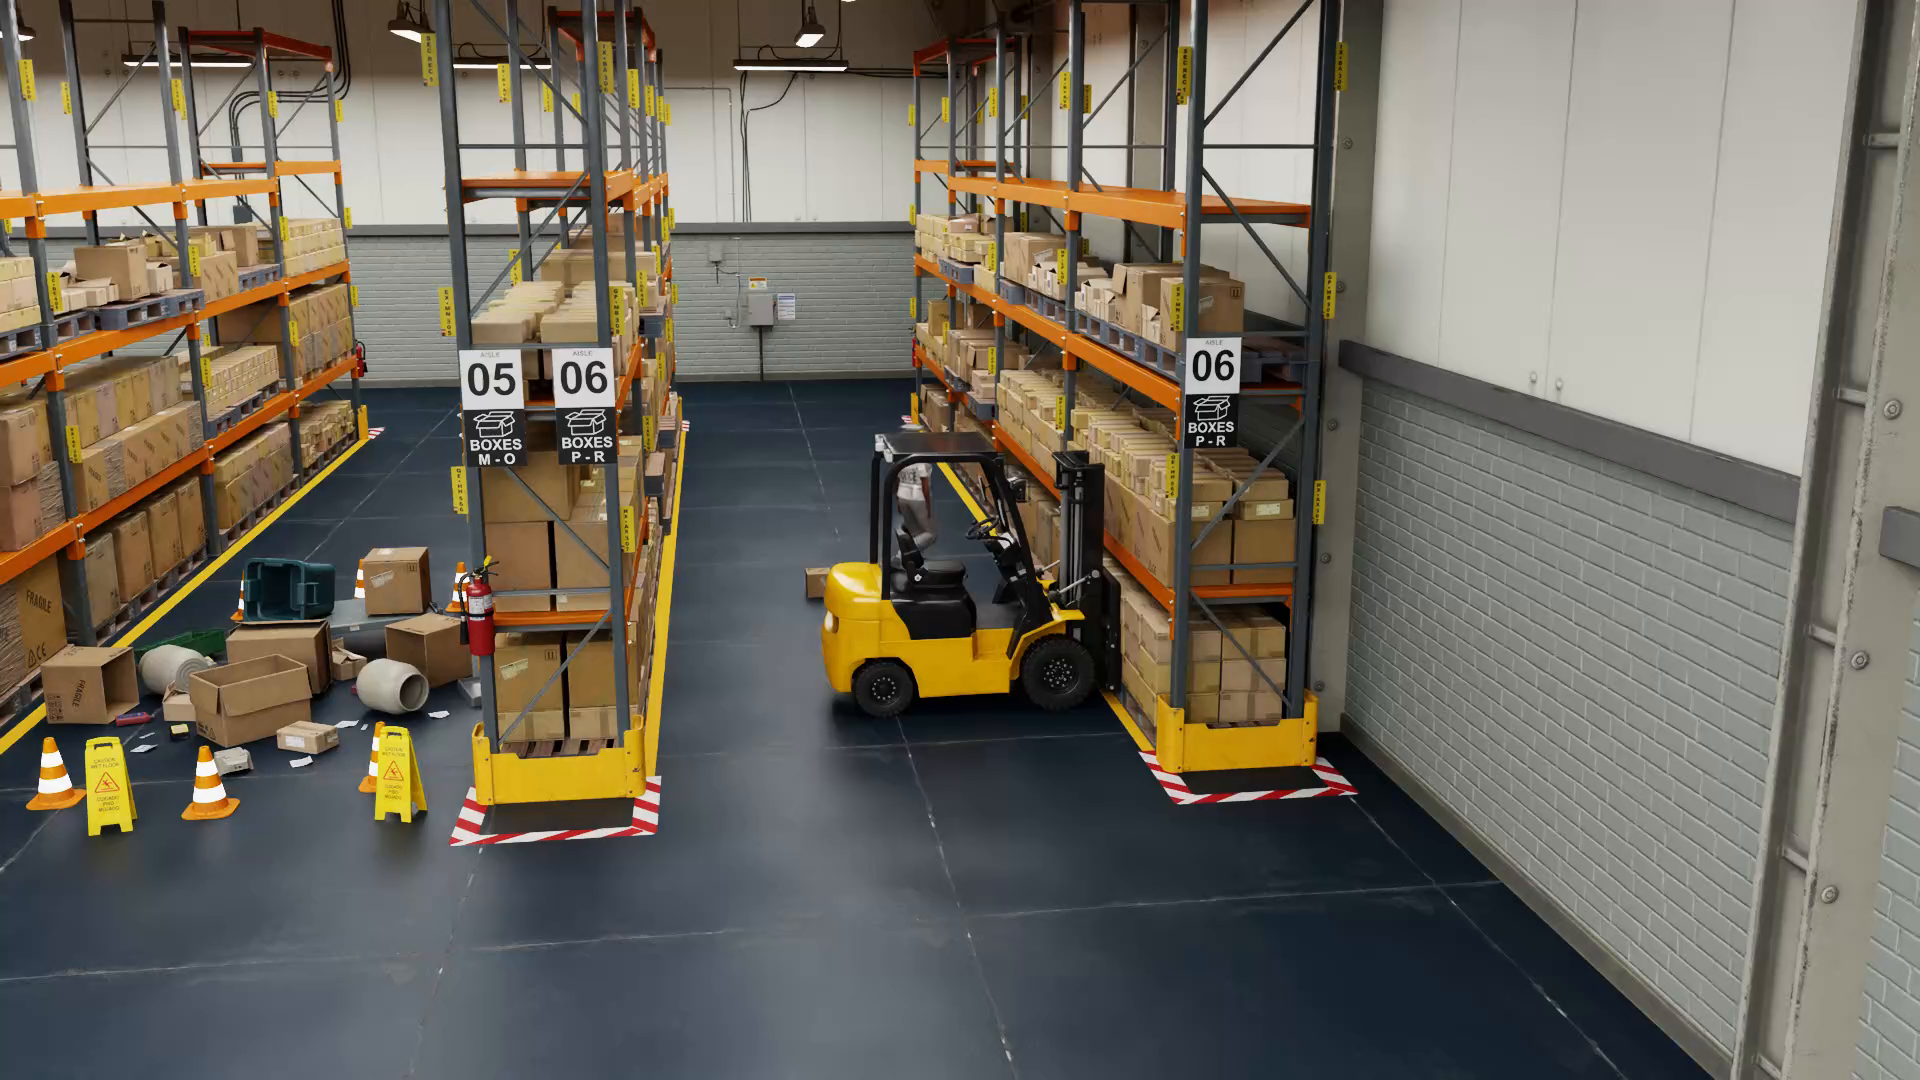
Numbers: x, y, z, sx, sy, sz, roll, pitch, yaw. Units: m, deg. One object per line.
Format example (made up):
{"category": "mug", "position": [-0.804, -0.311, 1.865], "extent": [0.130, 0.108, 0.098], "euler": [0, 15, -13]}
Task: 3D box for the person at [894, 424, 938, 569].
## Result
{"category": "person", "position": [-0.484, -0.403, 17.640], "extent": [0.480, 1.648, 0.642], "euler": [12, 18, 41]}
